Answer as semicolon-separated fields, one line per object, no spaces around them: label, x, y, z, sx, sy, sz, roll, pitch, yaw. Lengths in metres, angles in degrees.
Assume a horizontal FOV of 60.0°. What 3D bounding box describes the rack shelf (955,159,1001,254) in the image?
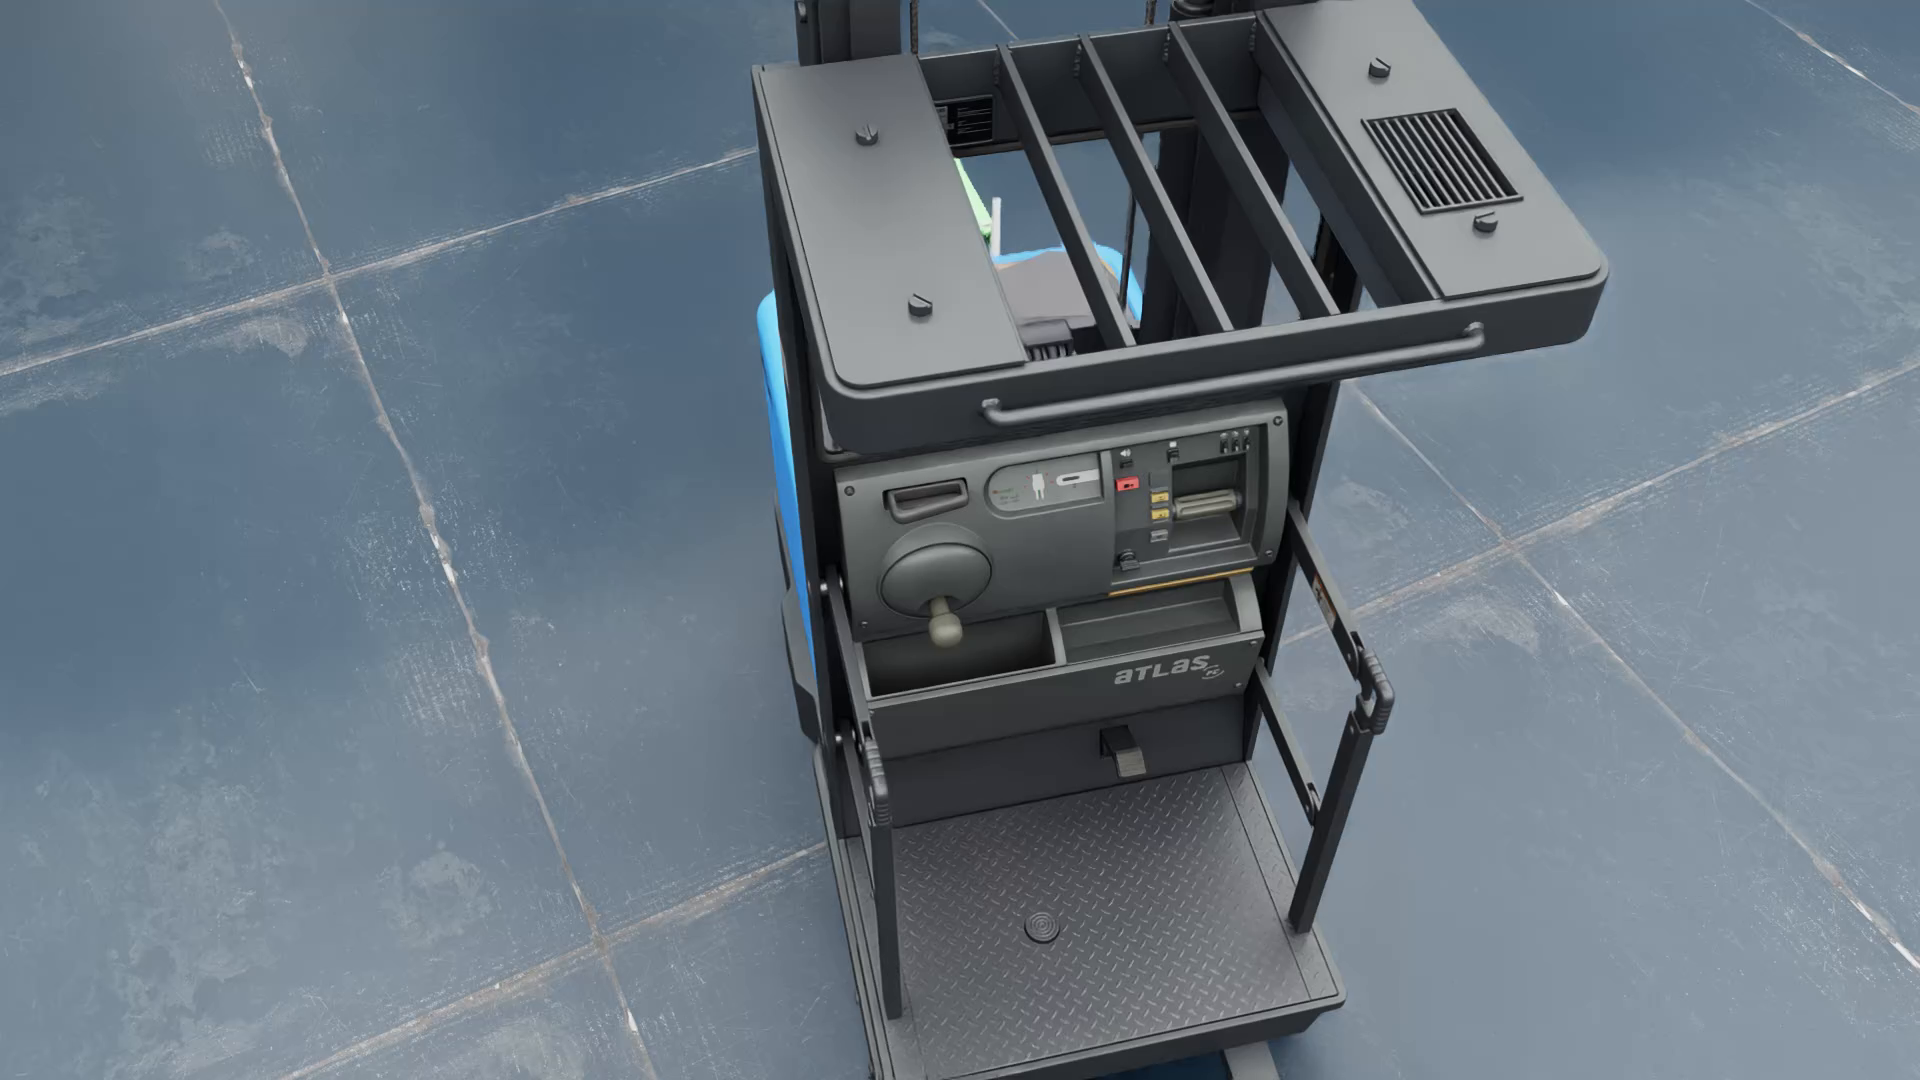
rack shelf;-0.085;-0.947;4.728;0.258;0.148;0.480;-14;50;-12

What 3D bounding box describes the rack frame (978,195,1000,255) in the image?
rack frame;-0.009;-0.499;4.889;0.240;1.200;0.015;-14;50;-12

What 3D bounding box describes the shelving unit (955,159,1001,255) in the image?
shelving unit;-0.085;-0.673;5.042;0.258;1.200;0.503;-14;50;-12

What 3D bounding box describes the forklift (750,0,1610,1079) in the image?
forklift;0.268;0.074;3.238;1.130;2.935;3.031;-10;50;-8
